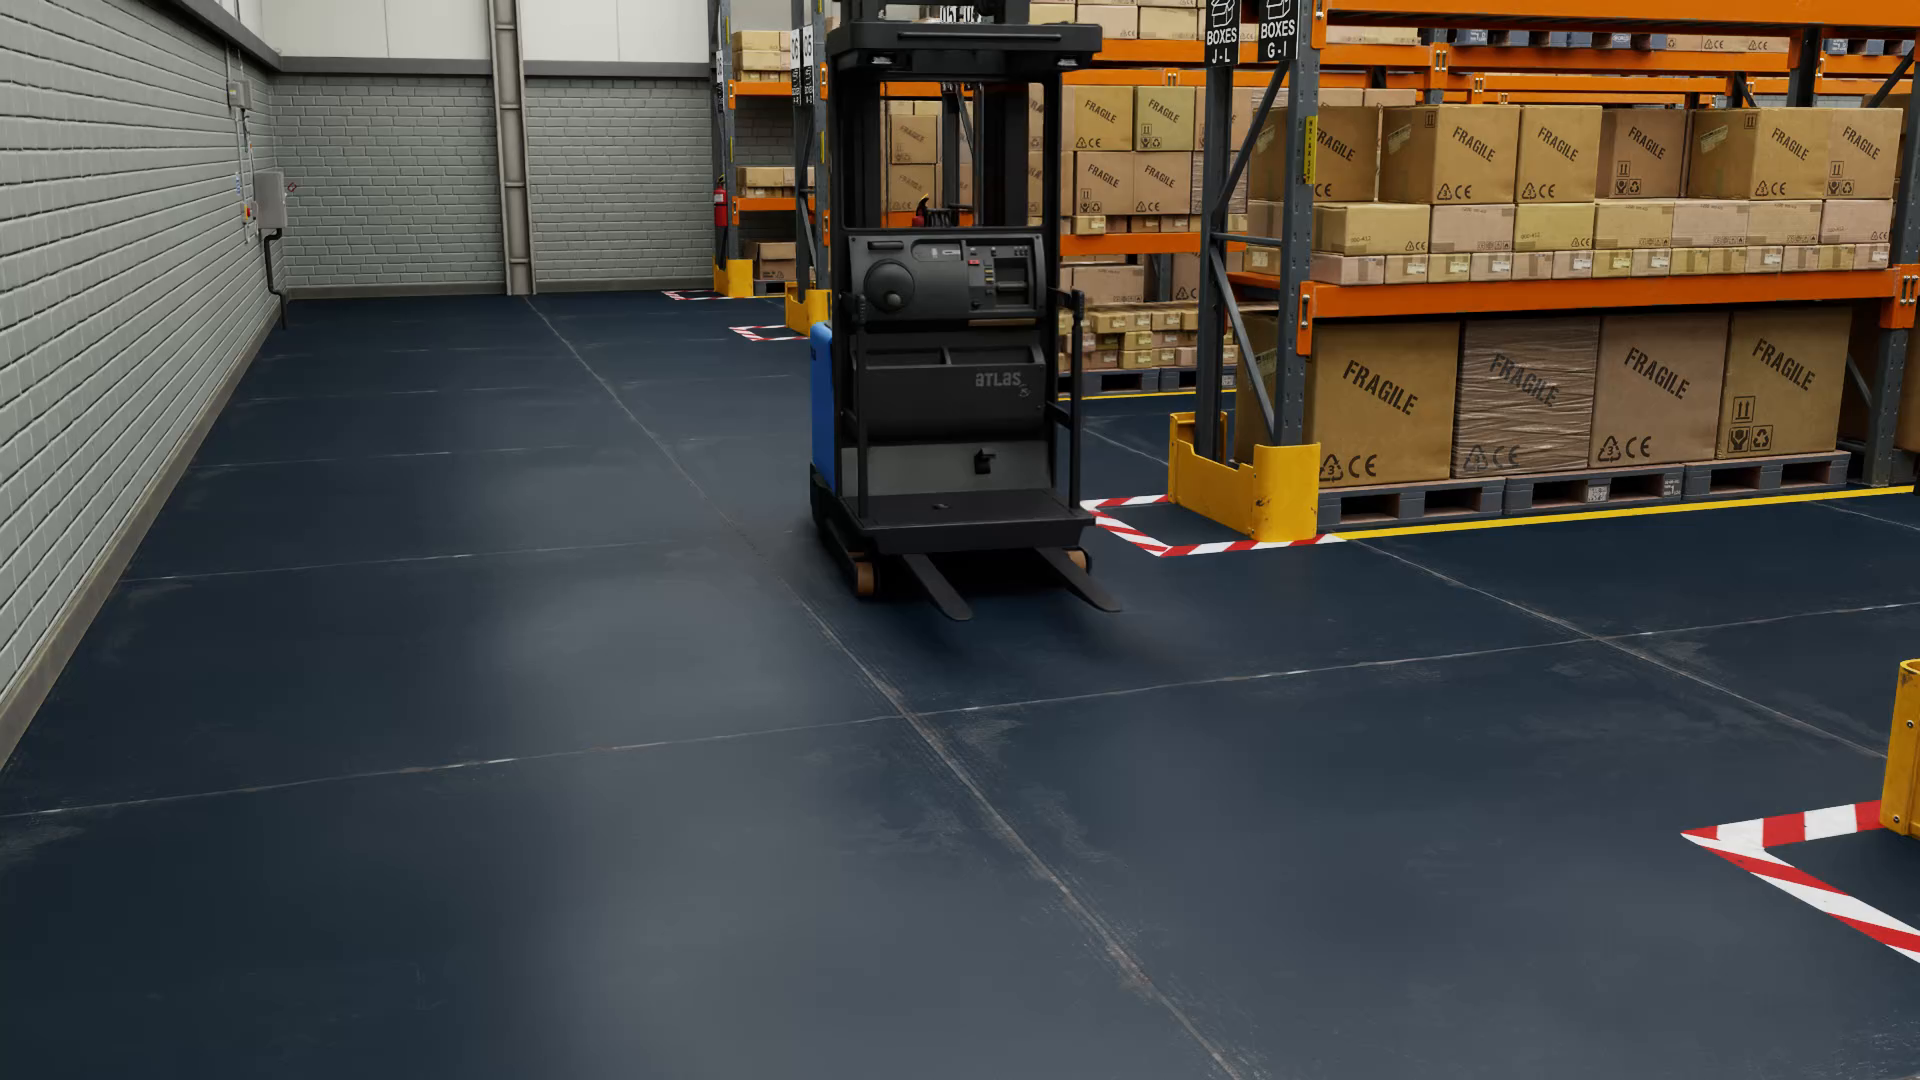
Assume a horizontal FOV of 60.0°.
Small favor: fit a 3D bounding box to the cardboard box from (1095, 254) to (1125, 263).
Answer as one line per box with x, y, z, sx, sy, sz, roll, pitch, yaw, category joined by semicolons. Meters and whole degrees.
2.104;-4.192;24.278;0.500;0.500;0.500;-5;14;-20;cardboard box

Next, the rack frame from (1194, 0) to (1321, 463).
1.554;-1.583;8.816;0.127;3.000;1.000;-4;14;-18;rack frame

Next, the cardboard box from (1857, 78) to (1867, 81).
11.605;-6.062;21.707;0.250;0.149;0.380;-4;14;-18;cardboard box

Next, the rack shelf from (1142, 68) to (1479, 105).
4.080;-5.309;19.551;4.000;0.370;1.077;-4;14;-18;rack shelf

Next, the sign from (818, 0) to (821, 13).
-1.435;-5.557;16.982;0.005;0.325;0.100;-4;14;-18;sign

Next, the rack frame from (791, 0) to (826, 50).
-1.606;-6.675;17.259;0.127;3.000;1.000;-4;14;-18;rack frame

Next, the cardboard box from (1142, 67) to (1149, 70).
2.752;-6.953;24.374;0.250;0.149;0.380;-5;14;-19;cardboard box

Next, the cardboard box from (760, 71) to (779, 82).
-2.576;-6.179;22.201;0.250;0.149;0.380;-4;14;-17;cardboard box

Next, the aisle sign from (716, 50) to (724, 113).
-3.164;-6.040;21.936;0.004;0.787;0.394;-4;14;-18;aisle sign

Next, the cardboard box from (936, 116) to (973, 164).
-0.088;-4.344;18.046;0.500;0.500;0.500;-5;14;-18;cardboard box

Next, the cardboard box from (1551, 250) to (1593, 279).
3.214;-1.510;9.052;0.250;0.149;0.380;-5;14;-19;cardboard box

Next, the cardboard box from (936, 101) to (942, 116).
-0.197;-4.656;17.956;0.250;0.149;0.380;-4;14;-18;cardboard box

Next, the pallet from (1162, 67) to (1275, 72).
3.038;-5.496;19.199;1.217;0.209;0.805;-5;14;-20;pallet

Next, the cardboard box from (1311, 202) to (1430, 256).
2.095;-1.631;8.699;0.500;0.250;0.500;-5;14;-20;cardboard box

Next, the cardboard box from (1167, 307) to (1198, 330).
1.914;-1.851;13.909;0.250;0.149;0.380;-4;14;-17;cardboard box

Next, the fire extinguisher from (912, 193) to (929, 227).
-0.318;-2.542;13.820;0.183;0.674;0.296;-4;14;-18;fire extinguisher

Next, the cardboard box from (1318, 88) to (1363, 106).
3.012;-3.520;13.939;0.500;0.500;0.500;-5;14;-20;cardboard box

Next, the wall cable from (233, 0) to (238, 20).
-7.145;-6.359;15.929;0.029;3.000;2.355;-4;14;-18;wall cable

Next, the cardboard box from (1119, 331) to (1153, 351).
1.406;-1.663;13.763;0.250;0.149;0.380;-4;14;-16;cardboard box

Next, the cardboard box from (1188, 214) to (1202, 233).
1.942;-2.634;13.779;0.250;0.149;0.380;-4;14;-16;cardboard box

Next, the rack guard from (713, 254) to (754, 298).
-3.121;-3.634;22.842;0.348;0.500;1.175;-4;14;-18;rack guard

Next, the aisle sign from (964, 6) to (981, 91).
0.095;-3.872;12.820;0.004;0.787;0.394;-4;14;-18;aisle sign

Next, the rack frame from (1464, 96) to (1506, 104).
8.180;-5.730;26.252;0.127;3.000;1.000;-4;14;-18;rack frame

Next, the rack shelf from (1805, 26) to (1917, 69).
7.241;-3.135;10.413;4.000;0.370;1.077;-4;14;-18;rack shelf

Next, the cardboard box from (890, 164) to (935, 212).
-0.589;-3.821;18.008;0.500;0.500;0.500;-5;14;-19;cardboard box

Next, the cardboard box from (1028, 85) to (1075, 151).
0.578;-3.333;13.153;0.500;0.500;0.500;-5;14;-18;cardboard box

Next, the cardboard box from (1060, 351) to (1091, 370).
0.889;-1.501;13.726;0.250;0.149;0.380;-5;14;-18;cardboard box

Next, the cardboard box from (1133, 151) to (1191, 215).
1.549;-2.923;13.589;0.500;0.500;0.500;-4;14;-17;cardboard box

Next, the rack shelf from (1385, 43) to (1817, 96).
5.755;-4.230;15.018;4.000;0.370;1.077;-4;14;-18;rack shelf

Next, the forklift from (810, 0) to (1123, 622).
-0.010;-1.260;7.606;1.130;2.935;3.031;-3;14;-12;forklift

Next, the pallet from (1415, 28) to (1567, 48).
4.478;-4.364;14.429;1.003;0.211;1.213;-4;14;-18;pallet

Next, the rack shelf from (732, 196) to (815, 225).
-1.297;-4.642;23.233;4.000;0.370;1.077;-4;14;-18;rack shelf

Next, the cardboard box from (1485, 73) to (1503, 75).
6.329;-5.670;20.058;0.250;0.149;0.380;-4;14;-18;cardboard box

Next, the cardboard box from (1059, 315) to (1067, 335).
0.673;-1.749;13.482;0.250;0.149;0.380;-5;14;-21;cardboard box

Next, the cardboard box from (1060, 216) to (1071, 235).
0.708;-2.536;13.365;0.250;0.149;0.380;-4;14;-16;cardboard box

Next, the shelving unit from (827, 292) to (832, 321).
-0.577;-0.798;9.374;0.258;1.200;0.189;3;12;20;shelving unit

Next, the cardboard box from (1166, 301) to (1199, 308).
1.978;-1.991;14.497;0.250;0.149;0.380;-4;14;-18;cardboard box

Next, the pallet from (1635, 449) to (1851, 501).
4.600;-0.483;10.216;1.213;0.211;1.003;-4;14;-18;pallet

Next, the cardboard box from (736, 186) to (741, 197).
-2.964;-4.806;22.908;0.250;0.149;0.380;-5;14;-19;cardboard box

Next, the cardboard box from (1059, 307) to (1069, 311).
0.746;-1.886;14.056;0.250;0.149;0.380;-4;14;-17;cardboard box

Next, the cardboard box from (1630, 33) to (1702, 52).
6.245;-4.603;14.814;0.500;0.500;0.500;-4;14;-18;cardboard box

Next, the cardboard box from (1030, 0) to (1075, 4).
0.577;-4.284;12.932;0.500;0.250;0.500;-4;14;-17;cardboard box

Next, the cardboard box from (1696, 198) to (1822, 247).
4.521;-1.821;9.498;0.500;0.250;0.500;-4;14;-16;cardboard box

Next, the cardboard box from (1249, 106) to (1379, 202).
1.932;-2.113;9.105;0.500;0.500;0.500;-4;14;-17;cardboard box

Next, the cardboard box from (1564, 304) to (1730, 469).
3.841;-0.951;9.844;0.875;0.875;0.875;-4;14;-18;cardboard box

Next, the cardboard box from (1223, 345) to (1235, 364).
2.129;-1.581;14.061;0.250;0.149;0.380;-4;14;-18;cardboard box

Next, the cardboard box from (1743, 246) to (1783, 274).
4.430;-1.605;9.450;0.250;0.149;0.380;-4;14;-17;cardboard box

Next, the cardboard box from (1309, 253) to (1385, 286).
1.996;-1.415;8.651;0.250;0.149;0.380;-4;14;-17;cardboard box

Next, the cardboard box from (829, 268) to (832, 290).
-1.013;-2.785;18.498;0.875;0.438;0.875;-5;14;-20;cardboard box

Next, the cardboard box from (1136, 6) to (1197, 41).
1.560;-4.120;13.325;0.500;0.250;0.500;-5;14;-20;cardboard box

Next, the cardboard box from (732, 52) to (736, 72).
-2.858;-6.468;22.553;0.500;0.250;0.500;-5;14;-19;cardboard box

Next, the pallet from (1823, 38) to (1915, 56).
8.244;-4.695;15.826;1.003;0.211;1.213;-4;14;-15;pallet
